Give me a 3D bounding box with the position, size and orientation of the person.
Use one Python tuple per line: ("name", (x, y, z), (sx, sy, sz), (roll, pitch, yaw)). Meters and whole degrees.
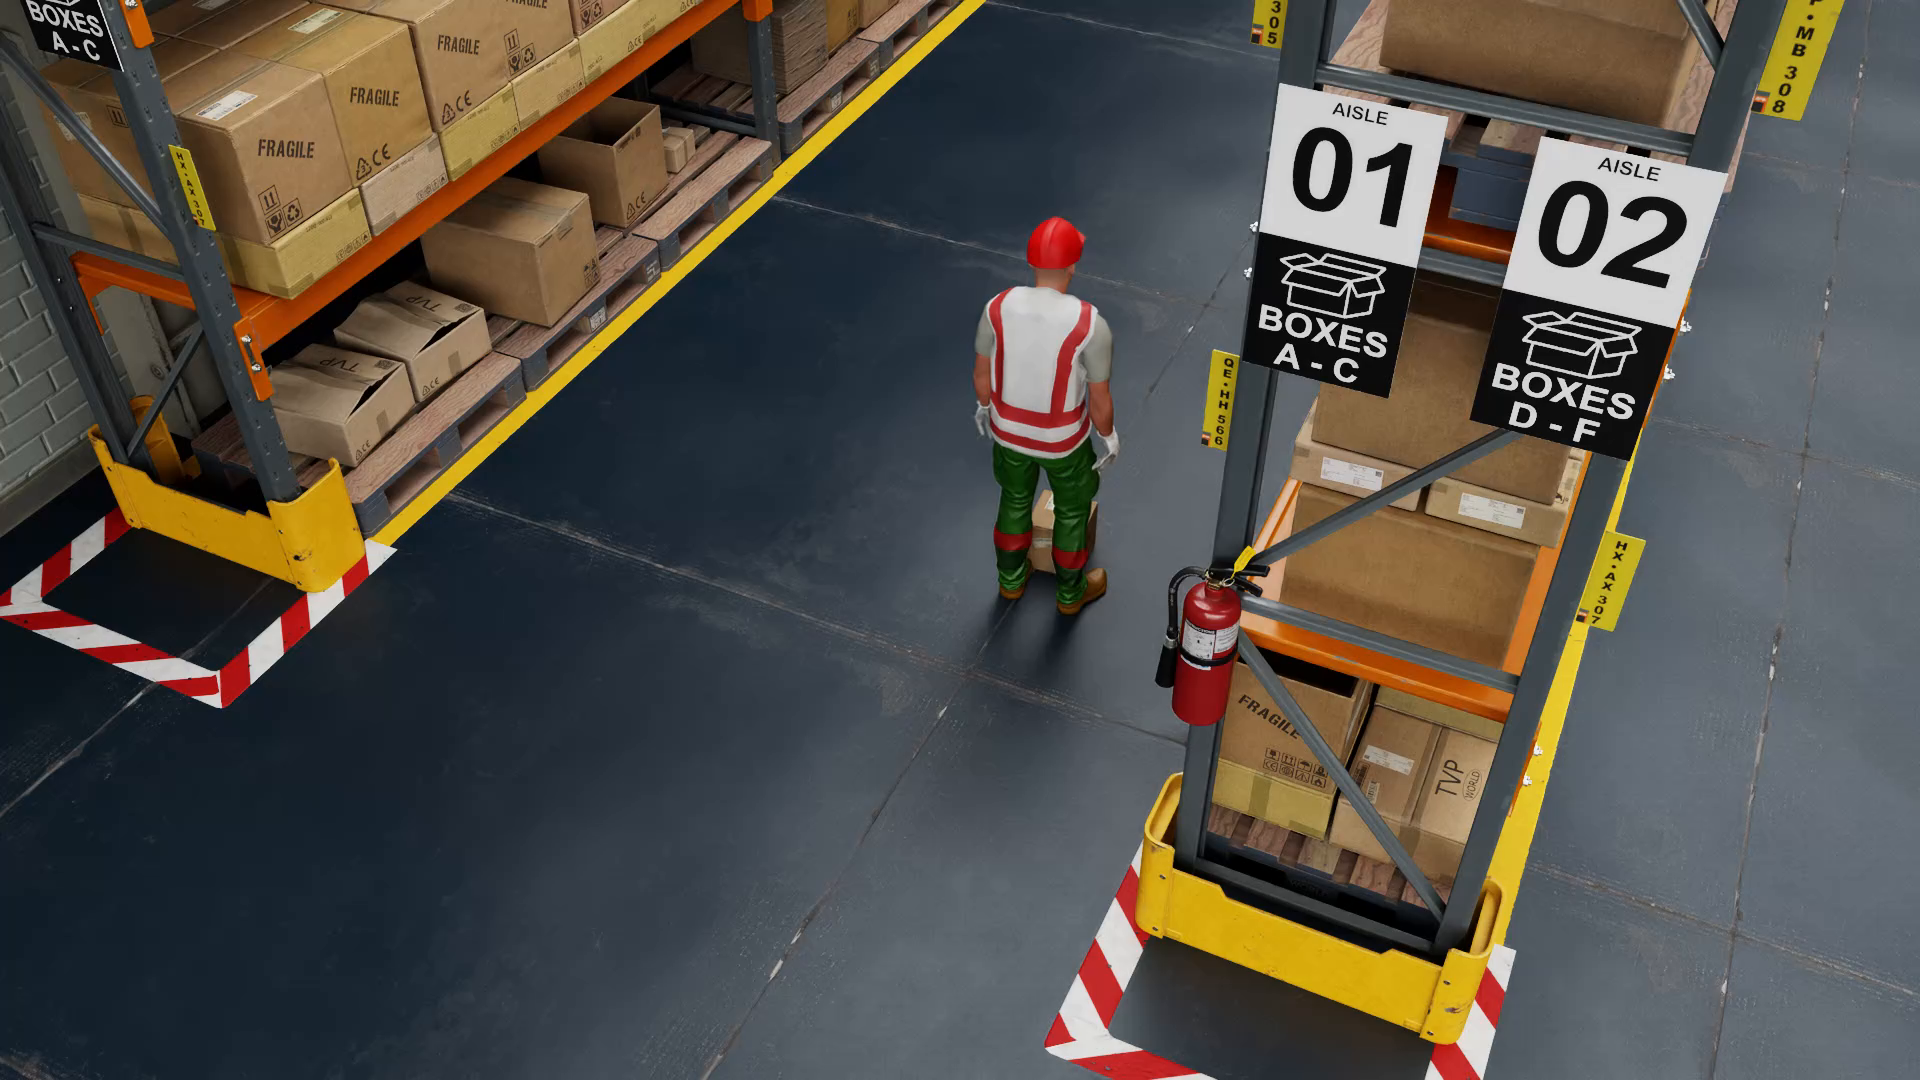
("person", (0.347, -0.462, 6.671), (0.613, 1.776, 0.456), (17, 44, 18))
